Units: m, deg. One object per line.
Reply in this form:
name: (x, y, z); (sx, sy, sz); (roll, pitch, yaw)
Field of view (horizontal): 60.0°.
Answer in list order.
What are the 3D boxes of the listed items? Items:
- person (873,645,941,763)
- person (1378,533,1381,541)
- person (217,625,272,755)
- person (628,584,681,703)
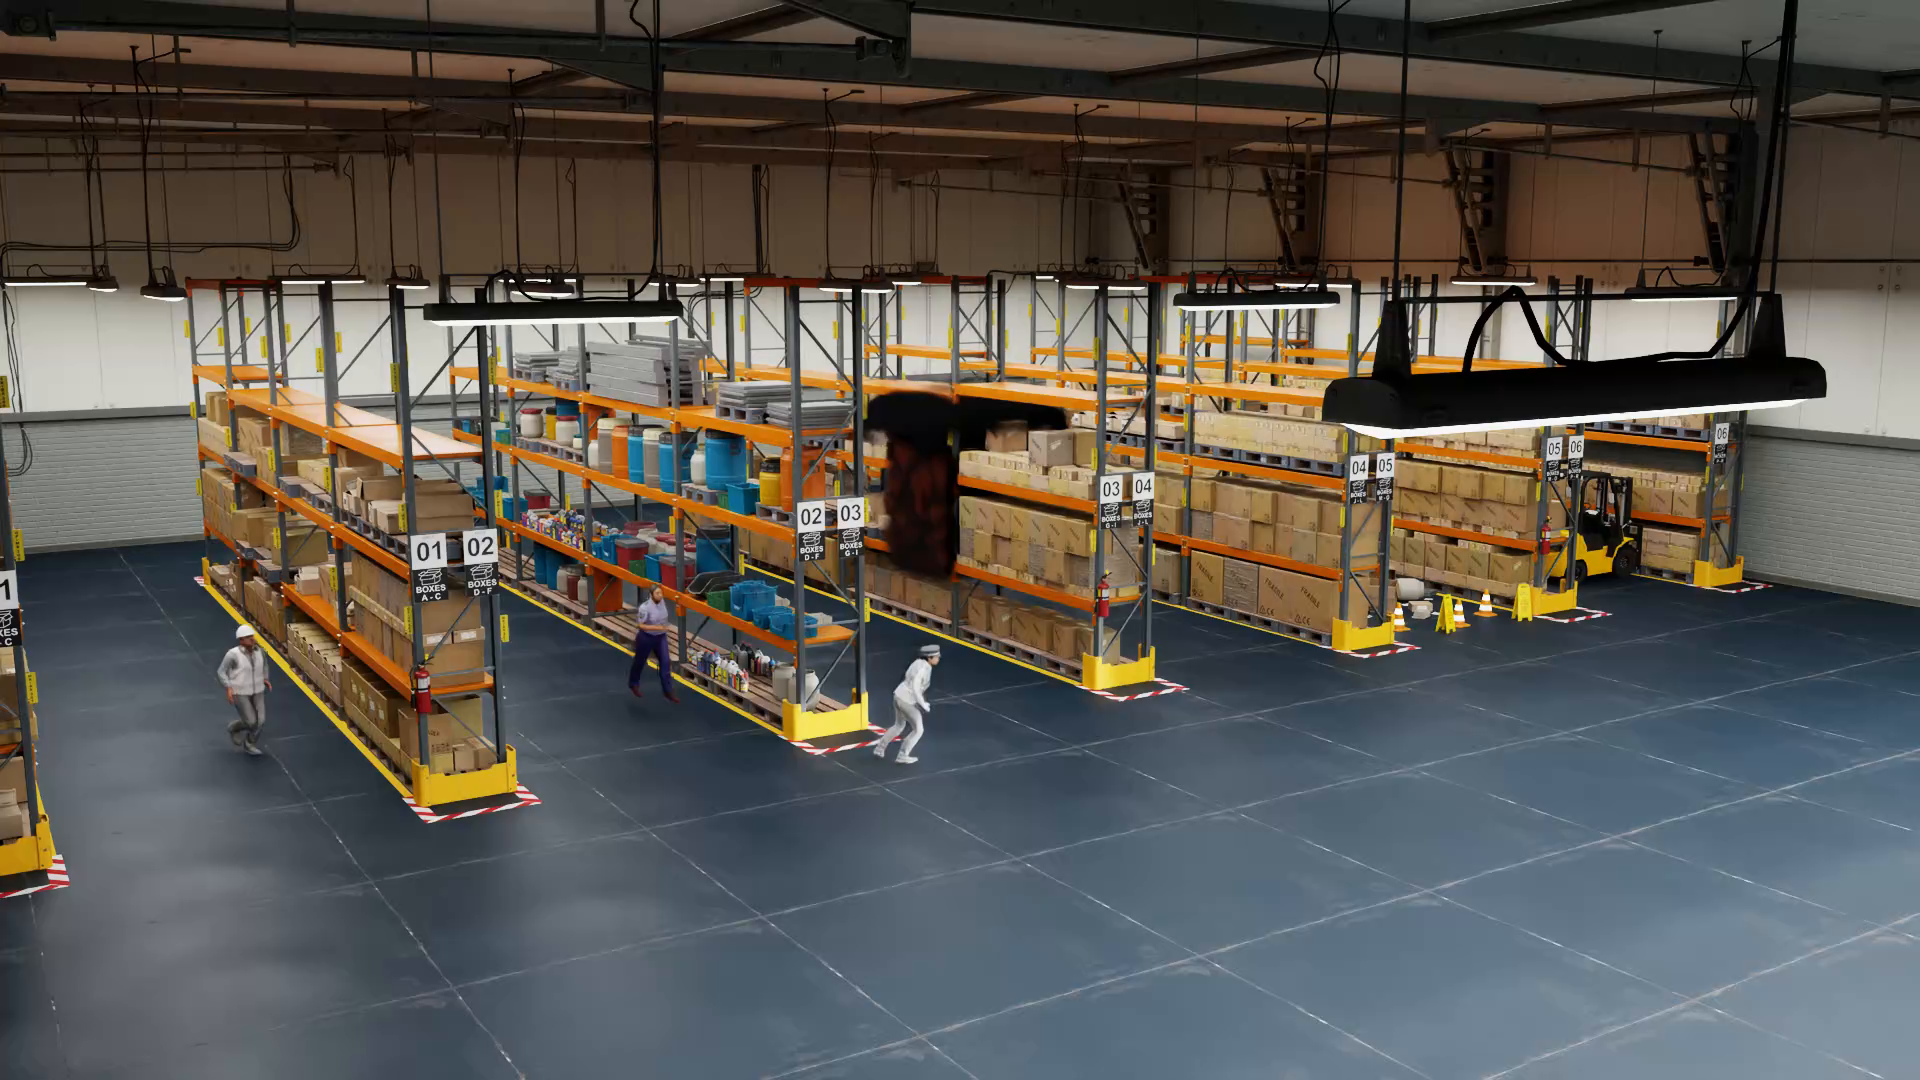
person: (-0.680, 2.081, 21.092); (0.835, 1.528, 0.623); (-3, 10, -18)
person: (9.180, -0.522, 35.954); (0.661, 1.722, 0.576); (-6, 11, -34)
person: (-9.172, 1.932, 21.387); (0.613, 1.718, 0.656); (8, 12, 38)
person: (-4.302, 1.410, 23.121); (0.901, 1.649, 0.546); (9, 13, 44)
